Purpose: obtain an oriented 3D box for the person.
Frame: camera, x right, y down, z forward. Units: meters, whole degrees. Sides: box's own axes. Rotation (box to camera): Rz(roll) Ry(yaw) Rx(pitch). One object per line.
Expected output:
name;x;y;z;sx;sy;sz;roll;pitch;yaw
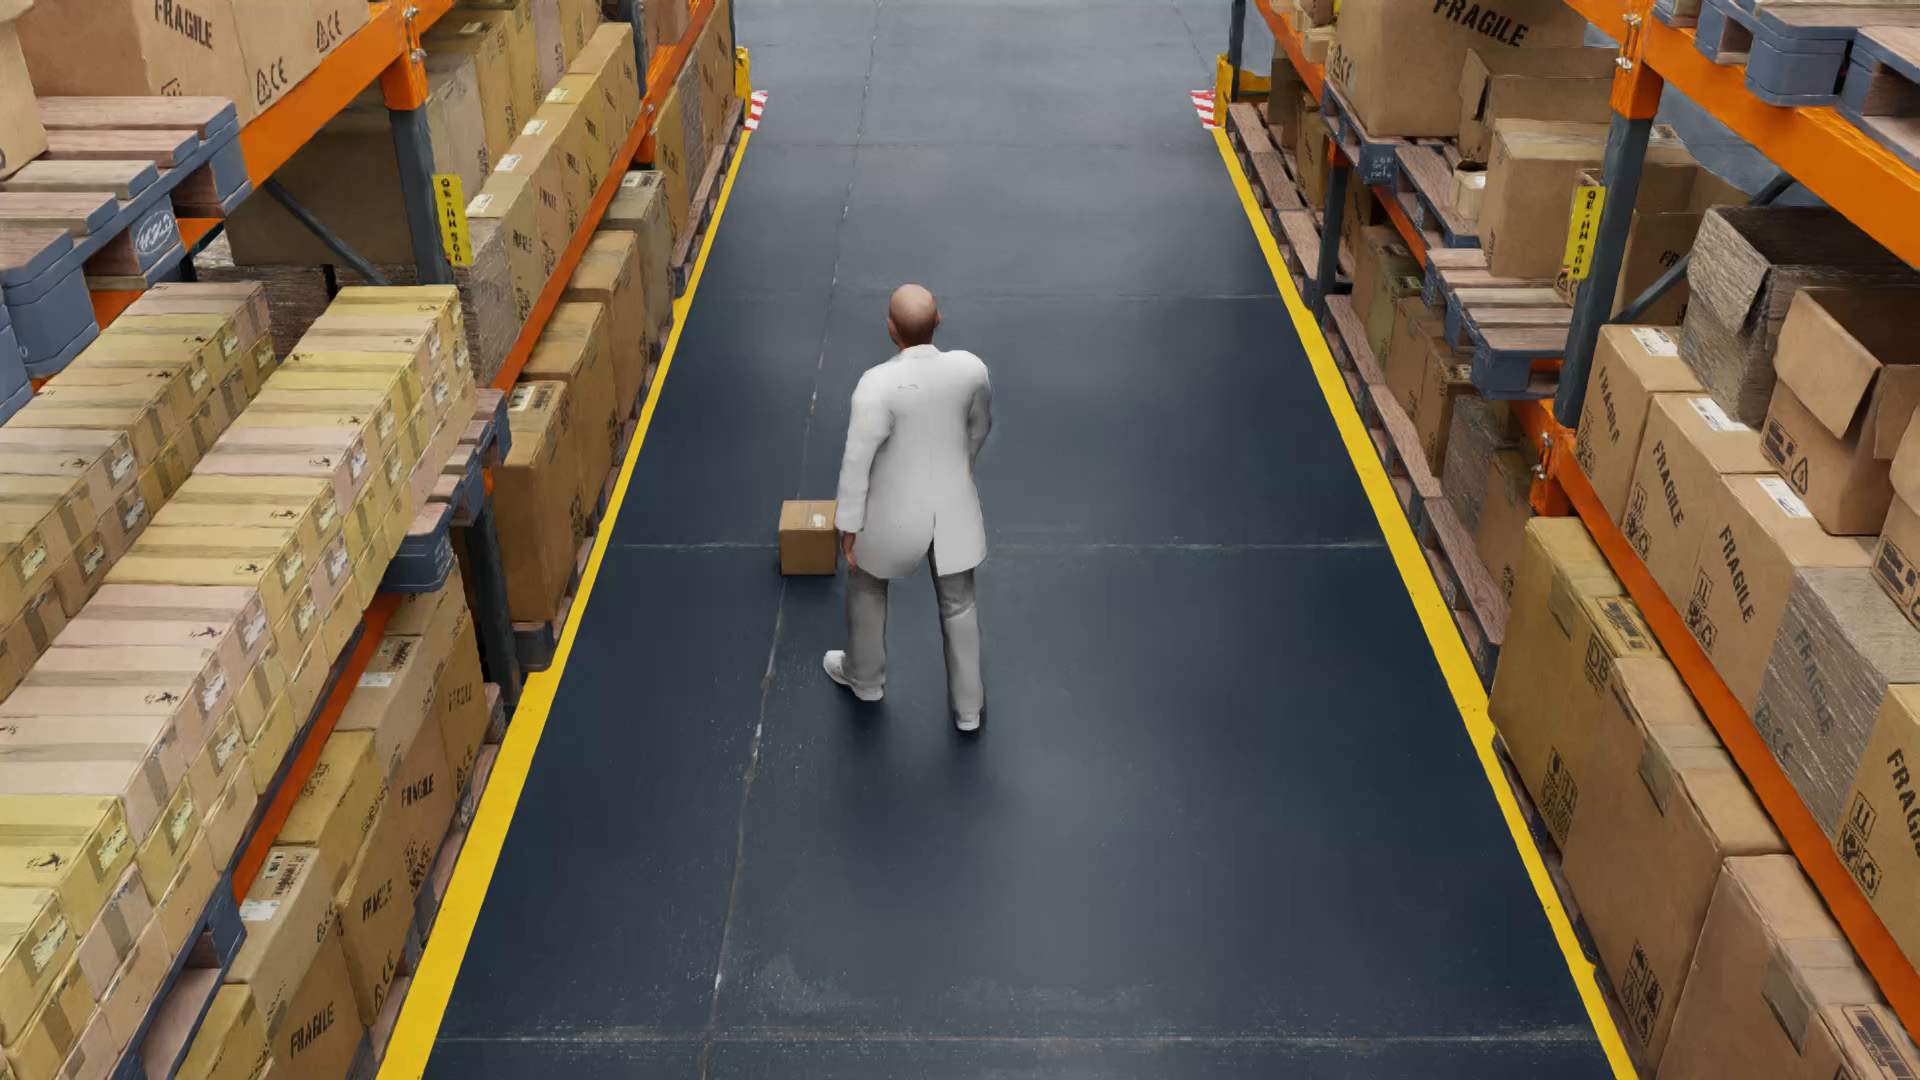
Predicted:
person;-0.191;-0.131;6.358;0.680;1.761;0.683;-11;33;-18
